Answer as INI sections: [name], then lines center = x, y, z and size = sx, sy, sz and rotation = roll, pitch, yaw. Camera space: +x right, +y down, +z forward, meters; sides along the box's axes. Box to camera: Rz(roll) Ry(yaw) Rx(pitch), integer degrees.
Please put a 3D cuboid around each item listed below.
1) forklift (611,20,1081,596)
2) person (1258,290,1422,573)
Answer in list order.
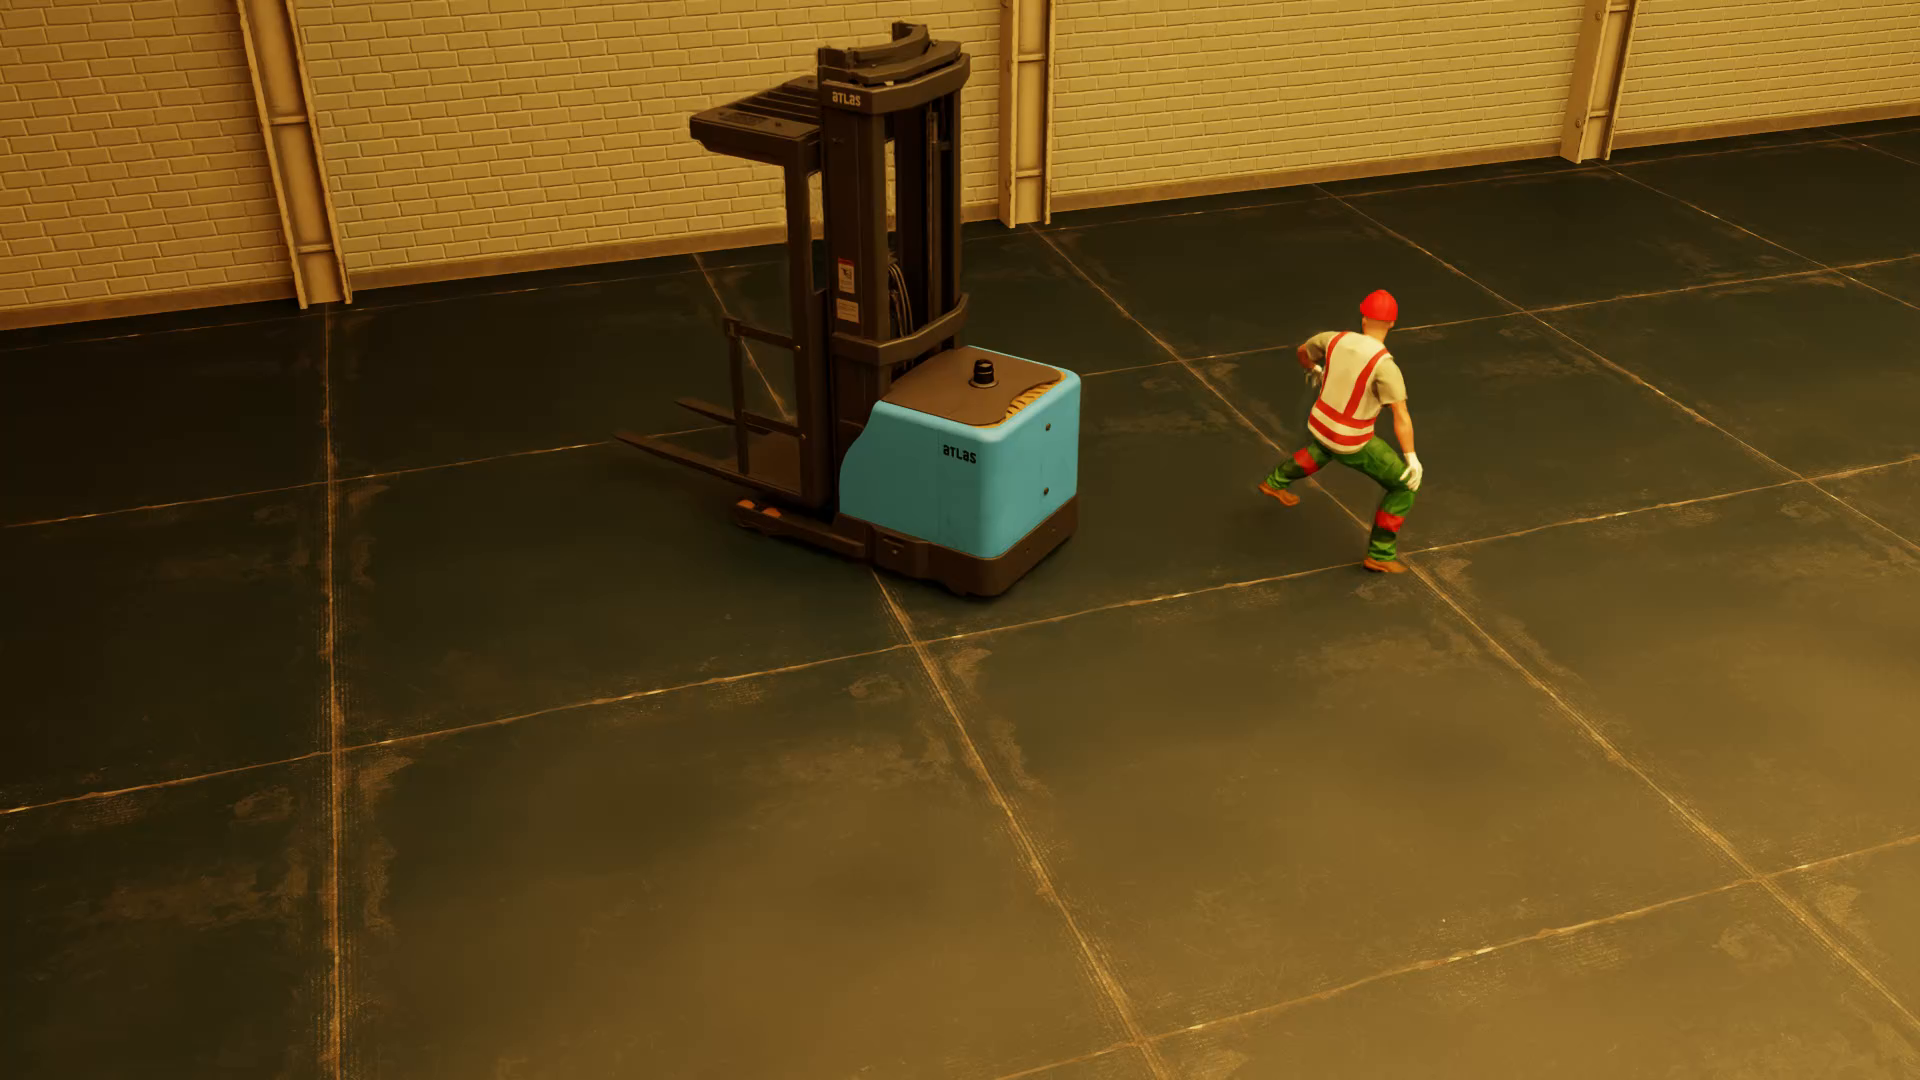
[forklift]
center = -0.808, -1.498, 9.691
size = 3.031, 2.935, 1.130
rotation = 18, 34, 28
[person]
center = 2.292, -0.614, 9.527
size = 0.510, 1.664, 1.189
rotation = -15, 33, -24
